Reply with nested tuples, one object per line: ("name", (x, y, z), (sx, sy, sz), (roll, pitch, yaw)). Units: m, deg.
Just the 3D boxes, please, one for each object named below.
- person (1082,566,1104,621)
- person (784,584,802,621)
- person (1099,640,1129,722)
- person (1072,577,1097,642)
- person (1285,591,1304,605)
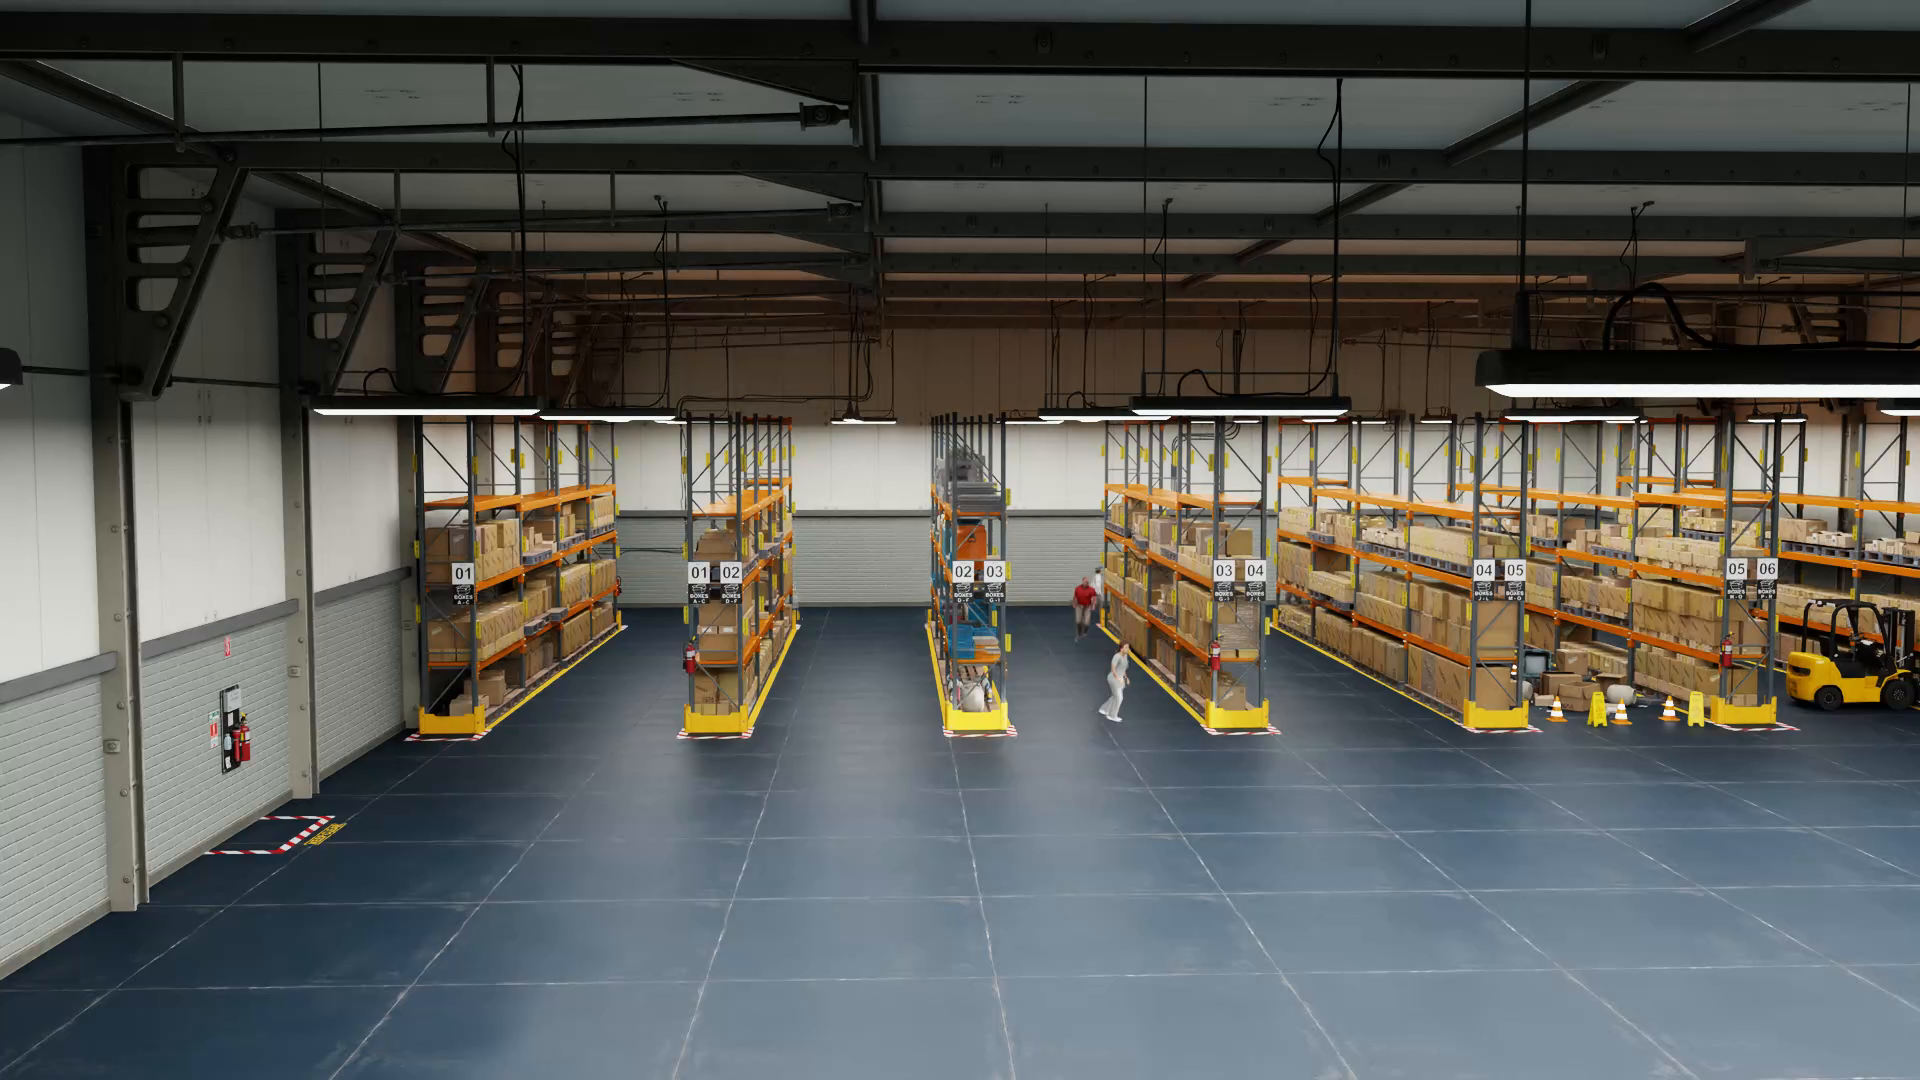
("person", (3.996, 1.569, 48.523), (0.997, 1.598, 0.648), (0, 4, 1))
("person", (-5.122, 1.502, 49.030), (0.820, 1.821, 0.665), (2, 4, 27))
("person", (3.014, 2.734, 32.329), (0.674, 1.607, 0.569), (2, 5, 32))
("person", (3.212, 1.789, 42.869), (0.658, 1.703, 0.799), (0, 4, 6))
("person", (10.008, 1.448, 49.831), (0.939, 1.735, 0.642), (-3, 5, -41))
